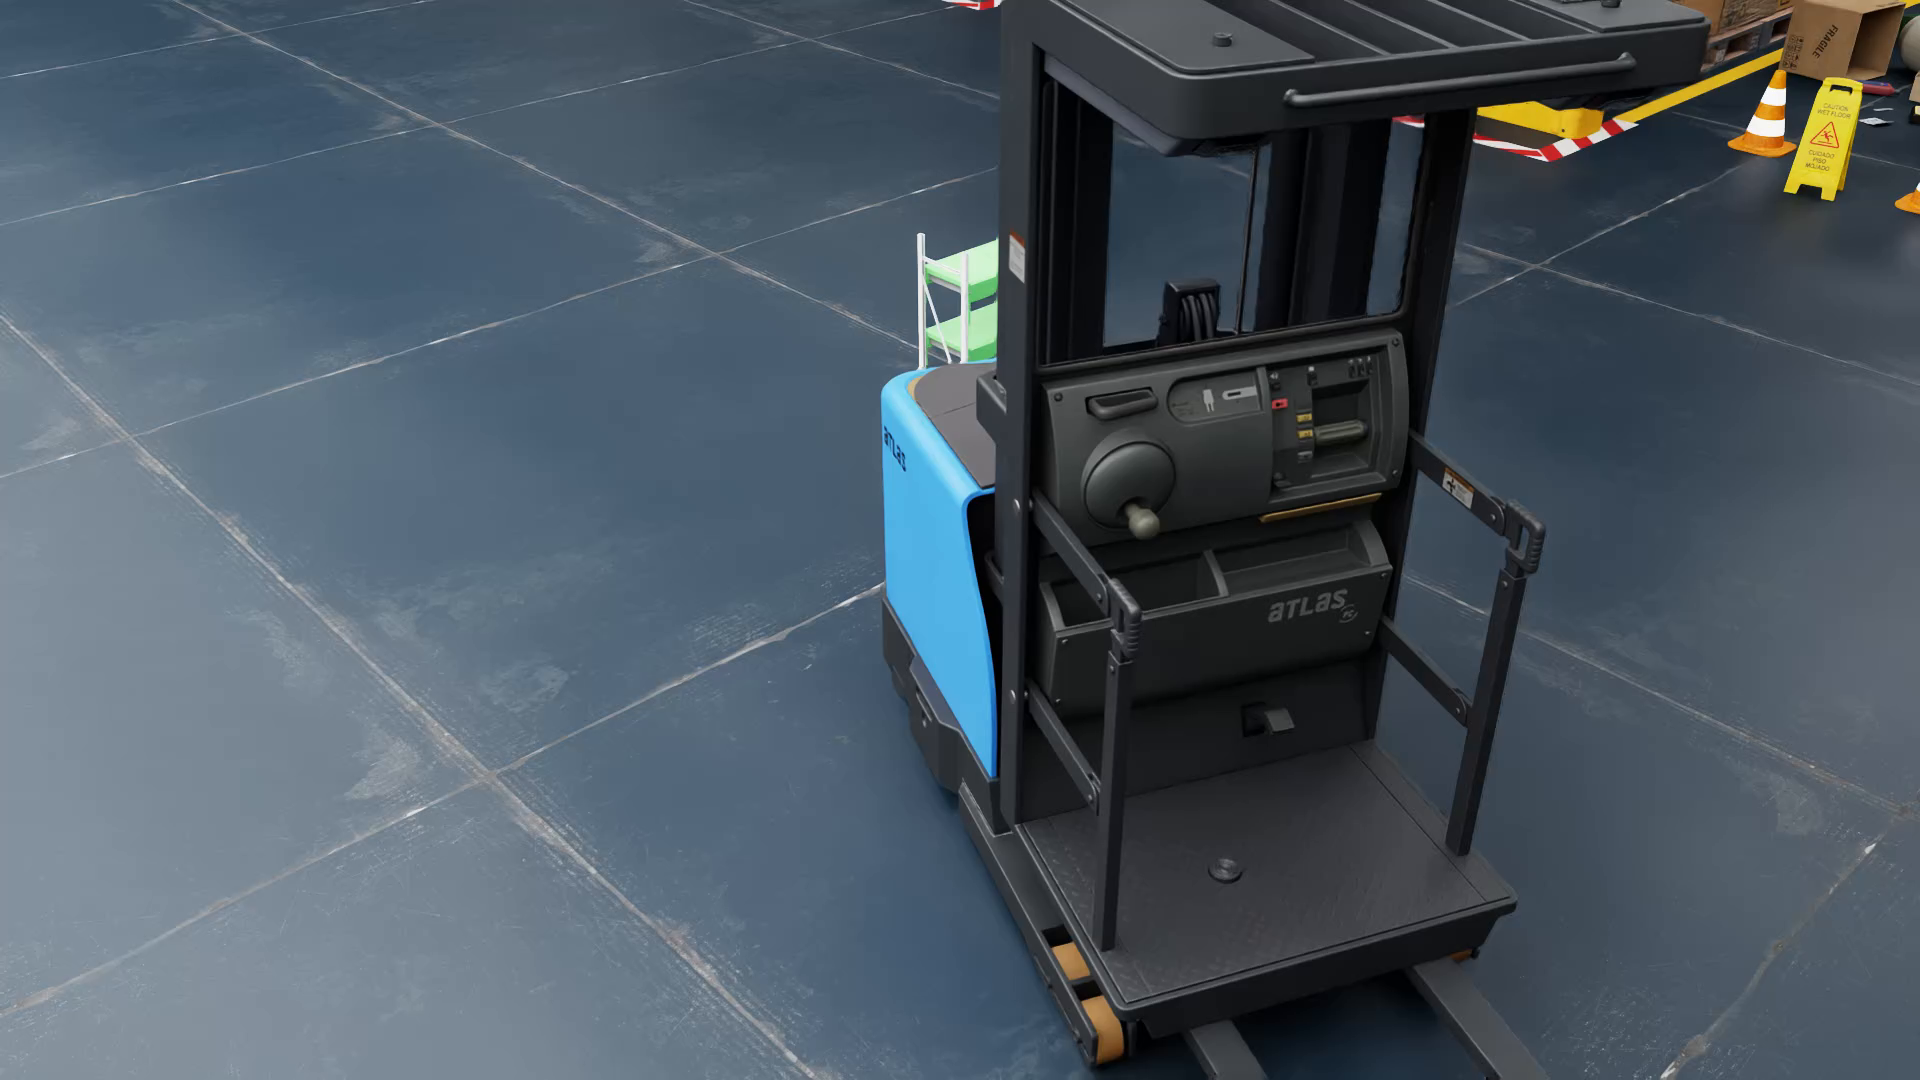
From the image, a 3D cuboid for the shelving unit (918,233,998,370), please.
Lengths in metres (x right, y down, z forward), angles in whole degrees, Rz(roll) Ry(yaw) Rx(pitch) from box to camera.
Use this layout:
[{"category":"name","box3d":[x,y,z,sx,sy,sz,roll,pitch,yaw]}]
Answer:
[{"category":"shelving unit","box3d":[0.121,-0.571,6.033,0.503,1.200,0.258,-26,40,-35]}]

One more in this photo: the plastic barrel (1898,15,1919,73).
[{"category":"plastic barrel","box3d":[6.703,-3.375,11.363,0.421,0.421,0.512,-1,31,-2]}]

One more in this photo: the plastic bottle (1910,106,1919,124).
[{"category":"plastic bottle","box3d":[6.170,-2.729,10.655,0.133,0.061,0.283,15,34,23]}]

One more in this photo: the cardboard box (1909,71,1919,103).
[{"category":"cardboard box","box3d":[6.484,-2.983,10.873,0.258,0.266,0.396,-19,36,-28]}]

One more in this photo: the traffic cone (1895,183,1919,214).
[{"category":"traffic cone","box3d":[5.433,-2.054,9.166,0.334,0.463,0.336,-26,40,-35]}]

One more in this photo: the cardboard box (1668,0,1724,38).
[{"category":"cardboard box","box3d":[4.655,-3.896,11.380,0.875,0.875,0.875,-27,40,-36]}]

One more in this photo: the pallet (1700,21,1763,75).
[{"category":"pallet","box3d":[4.987,-3.599,11.933,1.213,0.211,1.003,-26,40,-35]}]

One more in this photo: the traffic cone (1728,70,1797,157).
[{"category":"traffic cone","box3d":[4.914,-2.607,10.070,0.334,0.463,0.336,-26,40,-35]}]

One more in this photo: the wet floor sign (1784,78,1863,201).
[{"category":"wet floor sign","box3d":[4.884,-2.272,9.348,0.267,0.644,0.232,22,37,31]}]

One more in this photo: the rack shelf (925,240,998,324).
[{"category":"rack shelf","box3d":[0.121,-0.926,5.816,0.480,0.148,0.258,-26,40,-35]}]

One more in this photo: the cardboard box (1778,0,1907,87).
[{"category":"cardboard box","box3d":[6.052,-3.455,11.418,0.500,0.500,0.500,-19,36,-28]}]

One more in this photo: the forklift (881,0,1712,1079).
[{"category":"forklift","box3d":[0.719,-0.195,3.759,1.130,2.935,3.031,-11,33,-17]}]

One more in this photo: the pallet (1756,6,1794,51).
[{"category":"pallet","box3d":[5.881,-4.034,12.644,1.213,0.211,1.003,-26,40,-35]}]

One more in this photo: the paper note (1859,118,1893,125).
[{"category":"paper note","box3d":[5.833,-2.669,10.587,0.142,0.017,0.144,-12,34,-19]}]

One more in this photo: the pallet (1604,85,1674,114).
[{"category":"pallet","box3d":[4.092,-3.168,11.229,1.213,0.211,1.003,-26,40,-35]}]

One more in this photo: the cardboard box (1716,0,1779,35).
[{"category":"cardboard box","box3d":[5.325,-4.218,11.908,0.875,0.875,0.875,-25,40,-35]}]

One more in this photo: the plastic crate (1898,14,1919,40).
[{"category":"plastic crate","box3d":[7.256,-3.725,12.107,0.662,0.188,0.450,-7,22,-11]}]

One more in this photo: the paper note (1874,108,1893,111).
[{"category":"paper note","box3d":[6.011,-2.802,10.823,0.123,0.001,0.032,-7,32,-11]}]

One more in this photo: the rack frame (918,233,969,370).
[{"category":"rack frame","box3d":[-0.058,-0.484,5.891,0.015,1.200,0.240,-26,40,-35]}]

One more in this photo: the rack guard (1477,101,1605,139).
[{"category":"rack guard","box3d":[3.542,-2.969,10.627,0.348,0.500,1.175,-26,40,-35]}]

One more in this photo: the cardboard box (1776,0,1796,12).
[{"category":"cardboard box","box3d":[5.983,-4.540,12.433,0.875,0.875,0.875,-25,39,-35]}]

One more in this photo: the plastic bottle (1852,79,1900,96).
[{"category":"plastic bottle","box3d":[6.140,-3.027,11.141,0.283,0.061,0.133,15,34,23]}]

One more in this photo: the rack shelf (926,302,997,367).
[{"category":"rack shelf","box3d":[0.121,-0.721,5.941,0.480,0.148,0.258,-26,40,-35]}]
